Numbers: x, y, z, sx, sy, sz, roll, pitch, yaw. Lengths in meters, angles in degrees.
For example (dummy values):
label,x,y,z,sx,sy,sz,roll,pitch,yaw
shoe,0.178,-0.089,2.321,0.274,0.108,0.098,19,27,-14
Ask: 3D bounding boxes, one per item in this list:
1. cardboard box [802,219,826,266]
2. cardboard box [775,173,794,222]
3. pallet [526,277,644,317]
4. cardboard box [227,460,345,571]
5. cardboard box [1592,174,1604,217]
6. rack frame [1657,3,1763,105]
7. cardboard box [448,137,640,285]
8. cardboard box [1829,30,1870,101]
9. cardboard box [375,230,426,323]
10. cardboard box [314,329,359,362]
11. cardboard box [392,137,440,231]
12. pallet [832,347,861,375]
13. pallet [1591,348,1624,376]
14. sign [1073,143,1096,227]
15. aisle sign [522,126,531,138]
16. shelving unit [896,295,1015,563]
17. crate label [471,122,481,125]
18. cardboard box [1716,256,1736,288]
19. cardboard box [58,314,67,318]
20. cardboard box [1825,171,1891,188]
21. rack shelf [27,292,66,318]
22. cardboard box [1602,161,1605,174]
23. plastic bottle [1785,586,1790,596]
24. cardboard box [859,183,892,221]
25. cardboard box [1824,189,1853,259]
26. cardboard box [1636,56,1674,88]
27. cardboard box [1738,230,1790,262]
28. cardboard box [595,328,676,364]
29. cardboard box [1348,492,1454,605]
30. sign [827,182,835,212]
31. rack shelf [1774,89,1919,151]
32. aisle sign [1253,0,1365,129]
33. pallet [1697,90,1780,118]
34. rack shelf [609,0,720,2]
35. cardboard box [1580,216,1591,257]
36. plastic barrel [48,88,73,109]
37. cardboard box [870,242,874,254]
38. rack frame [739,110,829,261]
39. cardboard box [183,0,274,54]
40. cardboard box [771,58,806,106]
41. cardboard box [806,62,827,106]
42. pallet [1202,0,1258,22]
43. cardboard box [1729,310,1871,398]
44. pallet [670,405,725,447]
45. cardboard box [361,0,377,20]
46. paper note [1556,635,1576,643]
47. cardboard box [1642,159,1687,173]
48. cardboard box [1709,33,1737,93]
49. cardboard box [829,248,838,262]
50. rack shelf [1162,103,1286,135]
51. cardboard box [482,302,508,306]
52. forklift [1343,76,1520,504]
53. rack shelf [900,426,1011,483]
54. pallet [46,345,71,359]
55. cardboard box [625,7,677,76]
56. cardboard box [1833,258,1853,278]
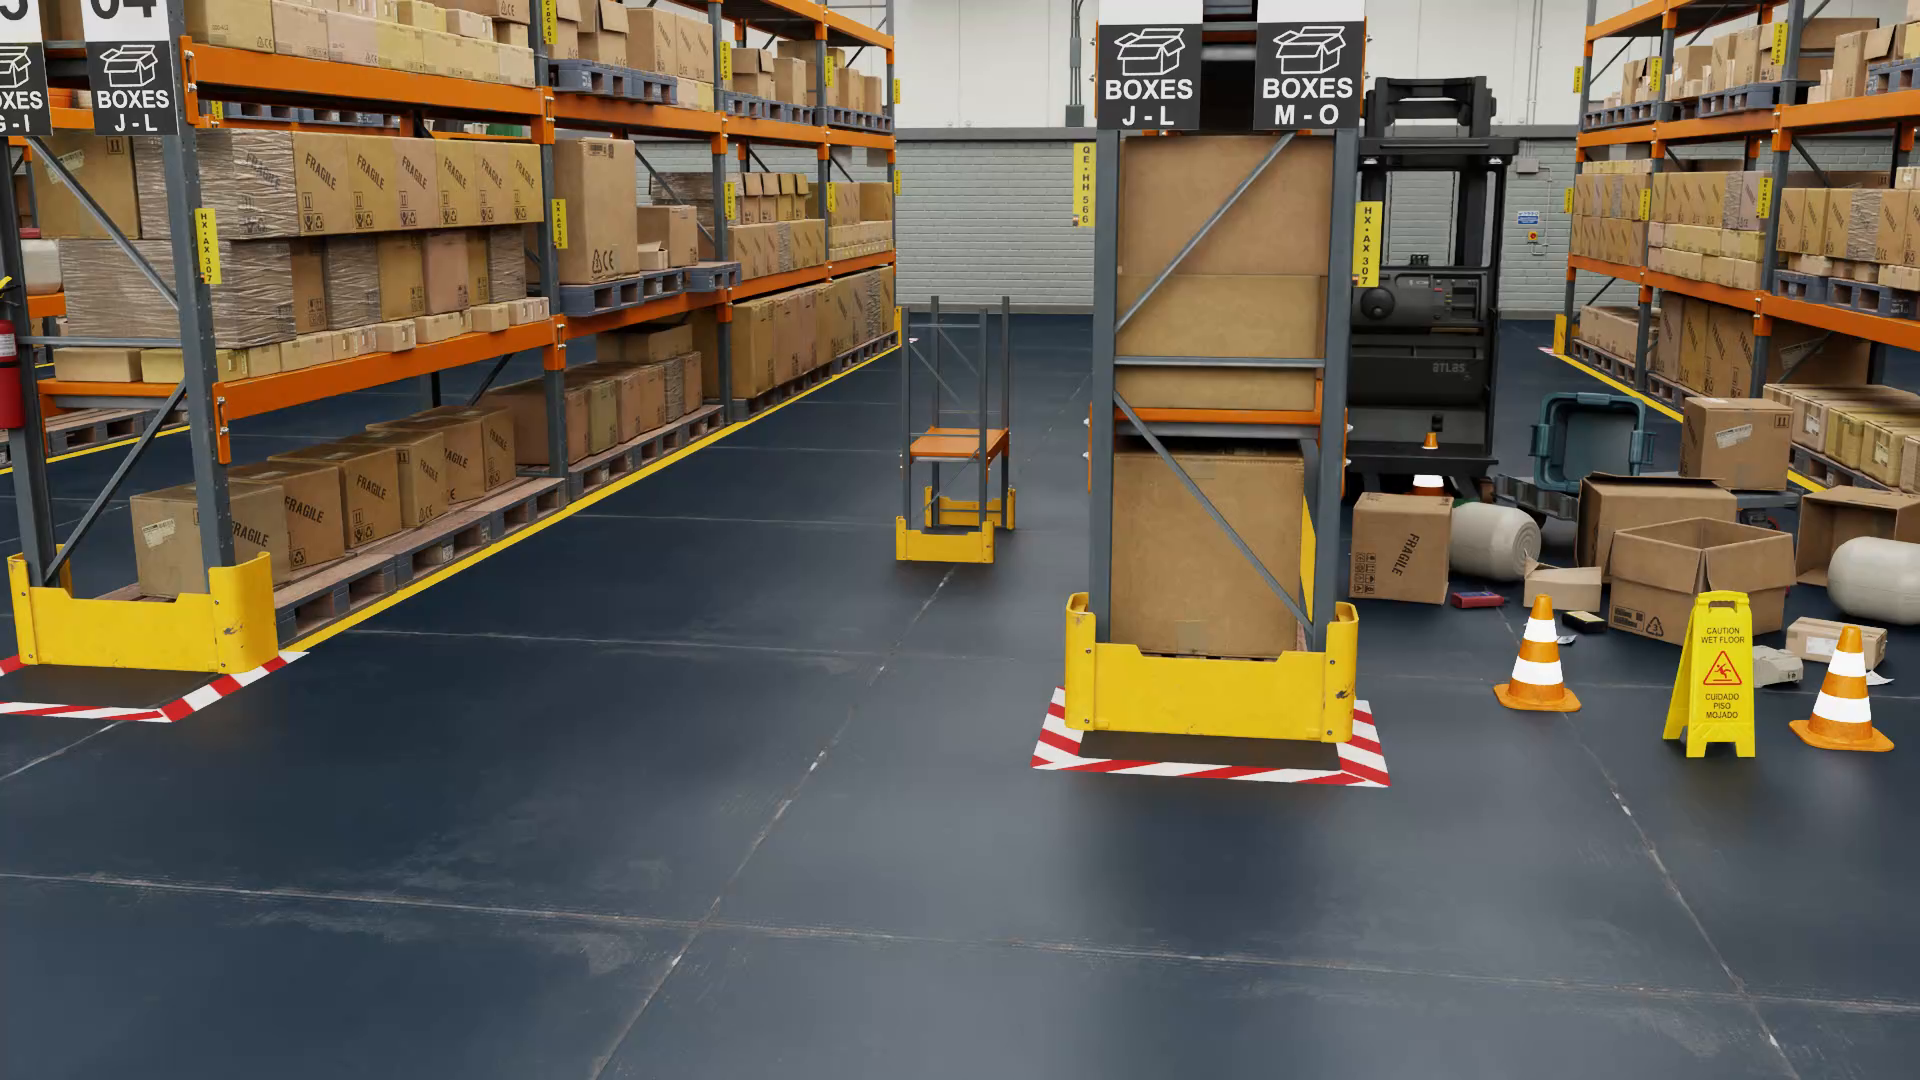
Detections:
label,x,y,z,sx,sy,sz,roll,pitch,yaw
cardboard box,-1.807,-3.329,18.583,0.500,0.500,0.500,2,12,9
cardboard box,-2.212,-3.650,17.691,0.797,0.503,0.637,2,12,9
pallet,-2.974,-1.782,12.096,1.003,0.211,1.213,2,12,9
cardboard box,-3.680,-0.127,8.898,0.500,0.500,0.500,5,13,23
cardboard box,7.903,-4.130,19.925,0.500,0.500,0.500,2,12,8
rack frame,7.787,-5.998,16.965,1.000,3.000,0.127,2,12,9
cardboard box,-2.975,-2.380,11.998,1.000,1.000,1.000,2,12,9
cardboard box,7.016,-3.551,12.493,0.700,0.500,0.500,2,12,9
cardboard box,-3.573,-1.511,9.440,0.875,0.500,0.500,2,12,9
cardboard box,-3.397,-1.025,8.724,0.380,0.149,0.250,2,12,9
cardboard box,-3.267,-1.989,9.288,0.500,0.500,0.500,2,12,9
pallet,-1.811,-2.179,20.103,1.003,0.211,1.213,2,12,9
pallet,8.166,-2.113,19.795,1.003,0.211,1.213,2,12,9
sign,0.501,-1.409,6.600,0.100,0.325,0.005,2,12,9
aisle sign,-5.984,-5.656,23.447,0.394,0.787,0.004,2,12,9
shelving unit,-0.012,-0.717,10.262,0.587,1.500,1.083,2,12,9
crate label,-6.745,-5.592,22.552,0.408,0.251,0.502,2,12,9
cardboard box,7.056,-2.380,14.772,0.500,0.250,0.500,2,12,10
cardboard box,-11.871,-2.893,22.134,0.500,0.311,0.500,2,12,9
cardboard box,7.489,-2.865,14.057,0.500,0.500,0.500,1,12,7
rack shelf,-7.822,-1.946,14.112,1.077,0.370,4.000,2,12,9
cardboard box,7.940,-4.469,19.959,0.380,0.149,0.250,2,12,9
plastic bottle,4.505,0.244,9.214,0.133,0.061,0.283,4,13,18
cardboard box,-1.205,-4.548,22.346,0.500,0.500,0.500,2,12,9
cardboard box,6.725,-2.327,12.229,0.500,0.500,0.500,2,12,10
cardboard box,7.962,-5.118,18.523,0.797,0.503,0.637,3,12,13
cardboard box,6.995,-2.513,14.202,0.500,0.250,0.500,2,12,8
cardboard box,-2.765,-1.662,14.195,0.500,0.250,0.500,3,13,15
cardboard box,2.425,0.038,9.125,0.500,0.500,0.500,4,13,18
sign,-1.468,-3.898,18.901,0.100,0.325,0.005,2,12,9
rack shelf,6.864,-2.931,11.561,1.077,0.370,4.000,2,12,9
aisle sign,1.320,-1.953,6.265,0.394,0.787,0.004,2,12,9
pallet,7.387,-3.975,15.148,1.003,0.211,1.213,2,12,11
rack shelf,-2.928,-4.523,12.777,1.077,0.370,4.000,2,12,9
cardboard box,7.994,-3.750,20.537,0.500,0.500,0.500,2,12,8
plastic barrel,-7.956,-4.090,14.214,0.600,0.830,0.708,2,12,9
cardboard box,-1.315,-3.745,21.346,0.380,0.149,0.250,2,12,9
rack frame,-2.005,-3.386,19.087,1.000,3.000,0.127,2,12,9
cardboard box,-3.521,-2.373,7.622,0.500,0.250,0.500,2,12,10
cardboard box,-2.085,-4.986,18.154,0.700,0.500,0.500,2,12,10
cardboard box,-1.944,-5.321,19.470,0.700,0.500,0.500,1,12,5
pallet,1.138,-2.284,7.064,1.003,0.211,1.213,2,12,9
cardboard box,7.360,-1.540,14.567,0.875,0.875,0.875,2,12,8
pallet,-2.742,-1.028,14.762,1.003,0.211,1.213,2,12,9
cardboard box,-3.354,-2.849,8.884,0.380,0.149,0.250,2,12,8
paper note,2.947,0.483,8.184,0.144,0.017,0.142,7,14,28
cardboard box,7.520,-3.994,17.758,0.380,0.149,0.250,2,12,7
cardboard box,7.156,-4.329,15.108,0.500,0.500,0.500,2,12,9
cardboard box,-1.631,-3.314,19.349,0.380,0.149,0.250,2,12,9
rack shelf,1.957,-3.070,12.208,1.077,0.370,4.000,2,12,9
cardboard box,-3.124,-1.442,10.661,0.380,0.149,0.250,2,12,9
forklift,3.238,-1.751,11.663,1.130,2.935,3.031,3,12,12
rack shelf,-0.013,-0.540,10.291,0.538,0.185,1.000,2,12,9
pallet,-11.687,-2.488,21.537,1.003,0.211,1.213,2,12,9
cardboard box,-2.606,-3.996,13.373,0.500,0.500,0.500,2,12,10
cardboard box,6.751,-2.031,12.397,0.380,0.149,0.250,3,12,12
